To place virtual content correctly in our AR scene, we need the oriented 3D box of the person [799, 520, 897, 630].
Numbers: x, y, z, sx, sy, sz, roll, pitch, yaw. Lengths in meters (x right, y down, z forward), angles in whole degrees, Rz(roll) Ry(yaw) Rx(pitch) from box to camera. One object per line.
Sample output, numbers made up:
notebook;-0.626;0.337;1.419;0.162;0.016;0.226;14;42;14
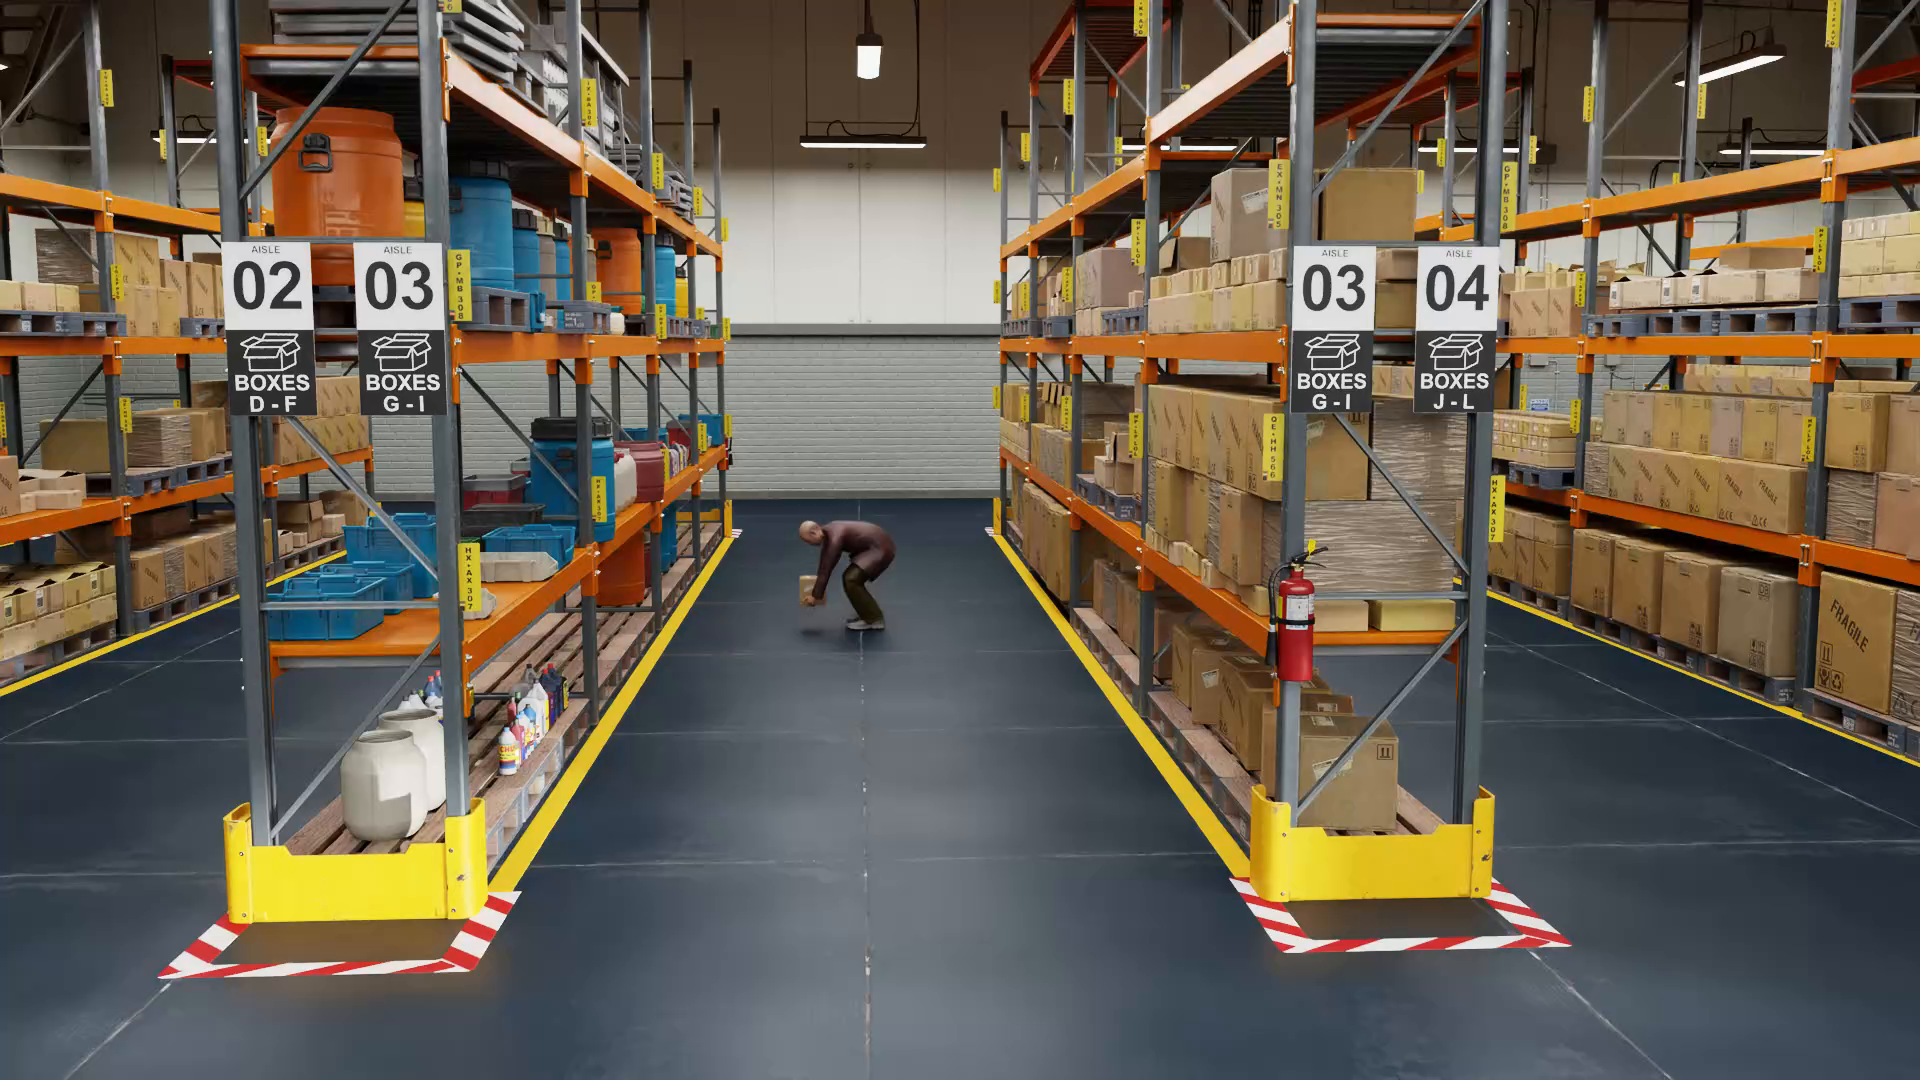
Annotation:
person;-1.085;0.334;16.112;0.942;1.041;0.592;-1;7;-6
